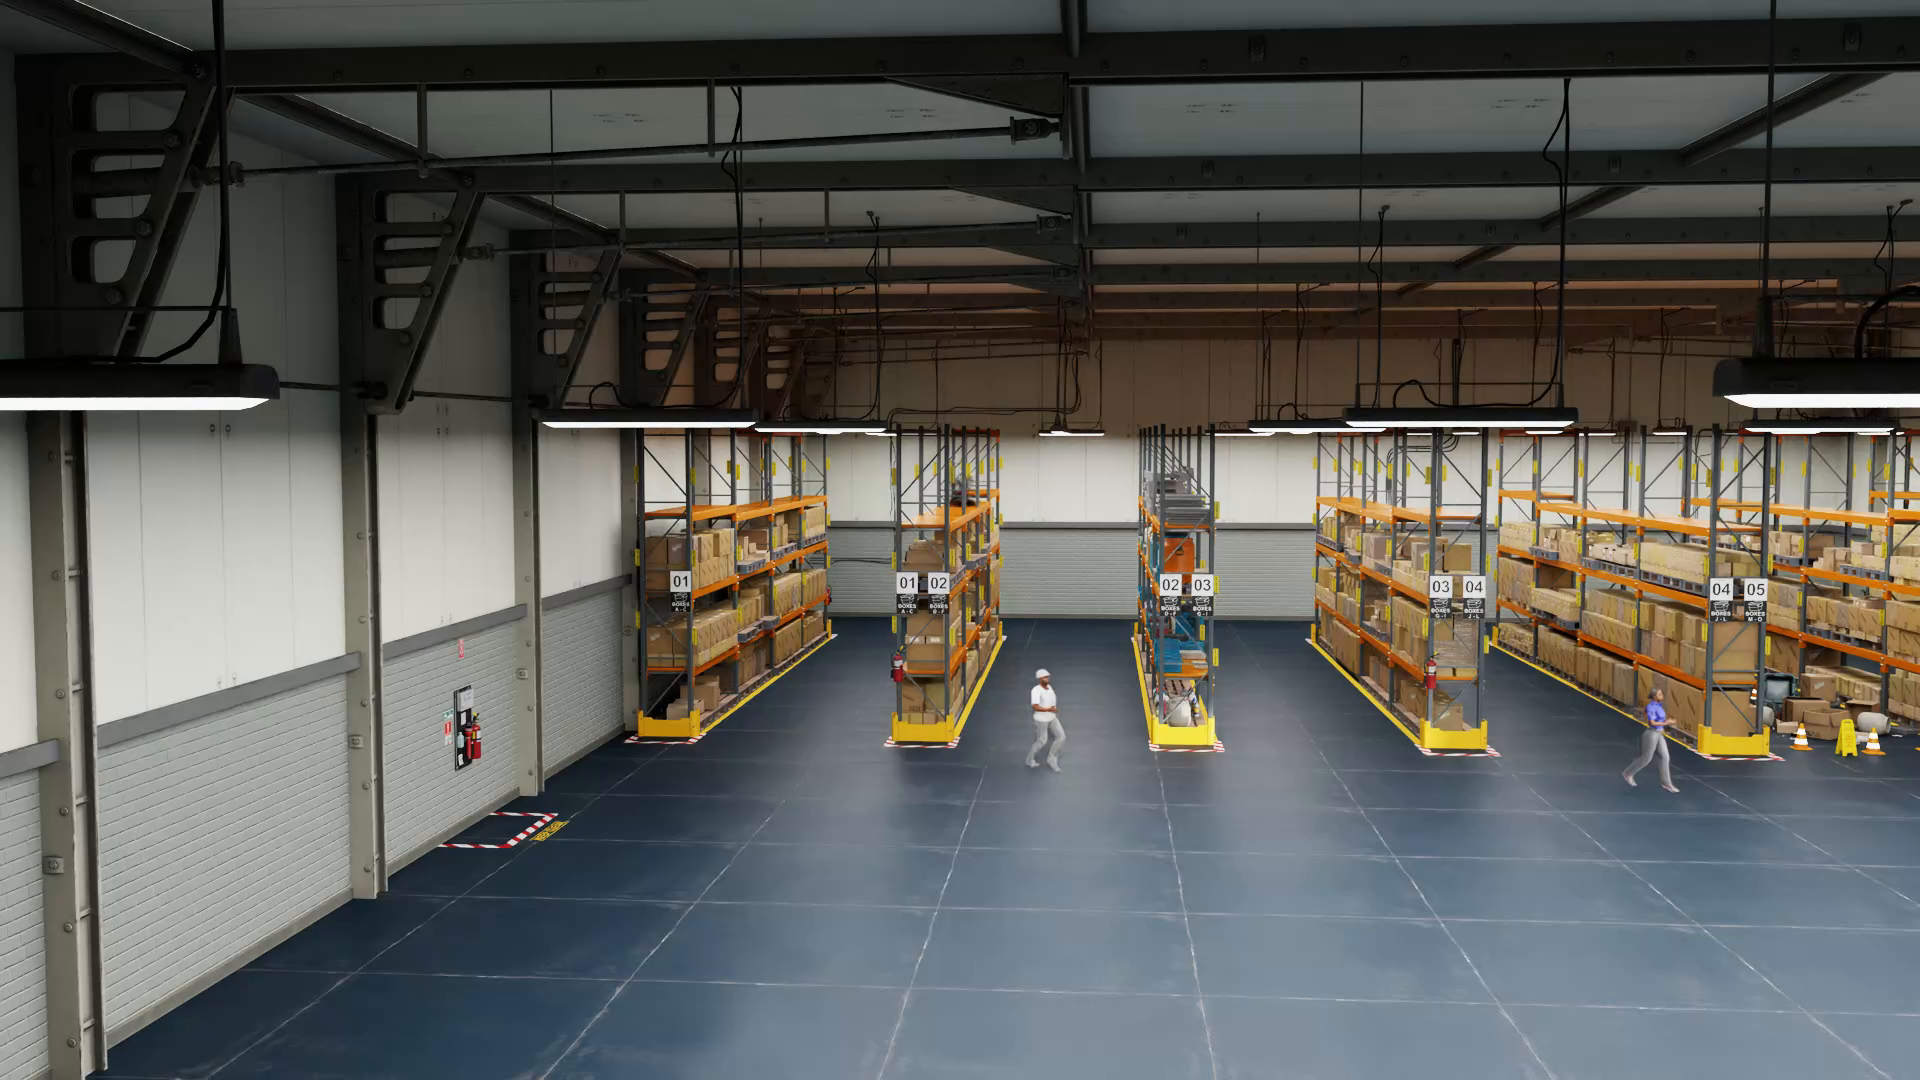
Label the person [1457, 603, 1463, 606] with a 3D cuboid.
[{"bbox_3d":[13.722,2.094,46.556,0.528,1.616,0.659,-2,4,-28],"label":"person"}]

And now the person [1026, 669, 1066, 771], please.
[{"bbox_3d":[1.480,3.116,28.725,0.734,1.790,0.707,3,4,38],"label":"person"}]

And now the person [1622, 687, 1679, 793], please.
[{"bbox_3d":[11.246,3.231,27.049,0.873,1.686,0.577,3,5,41],"label":"person"}]
